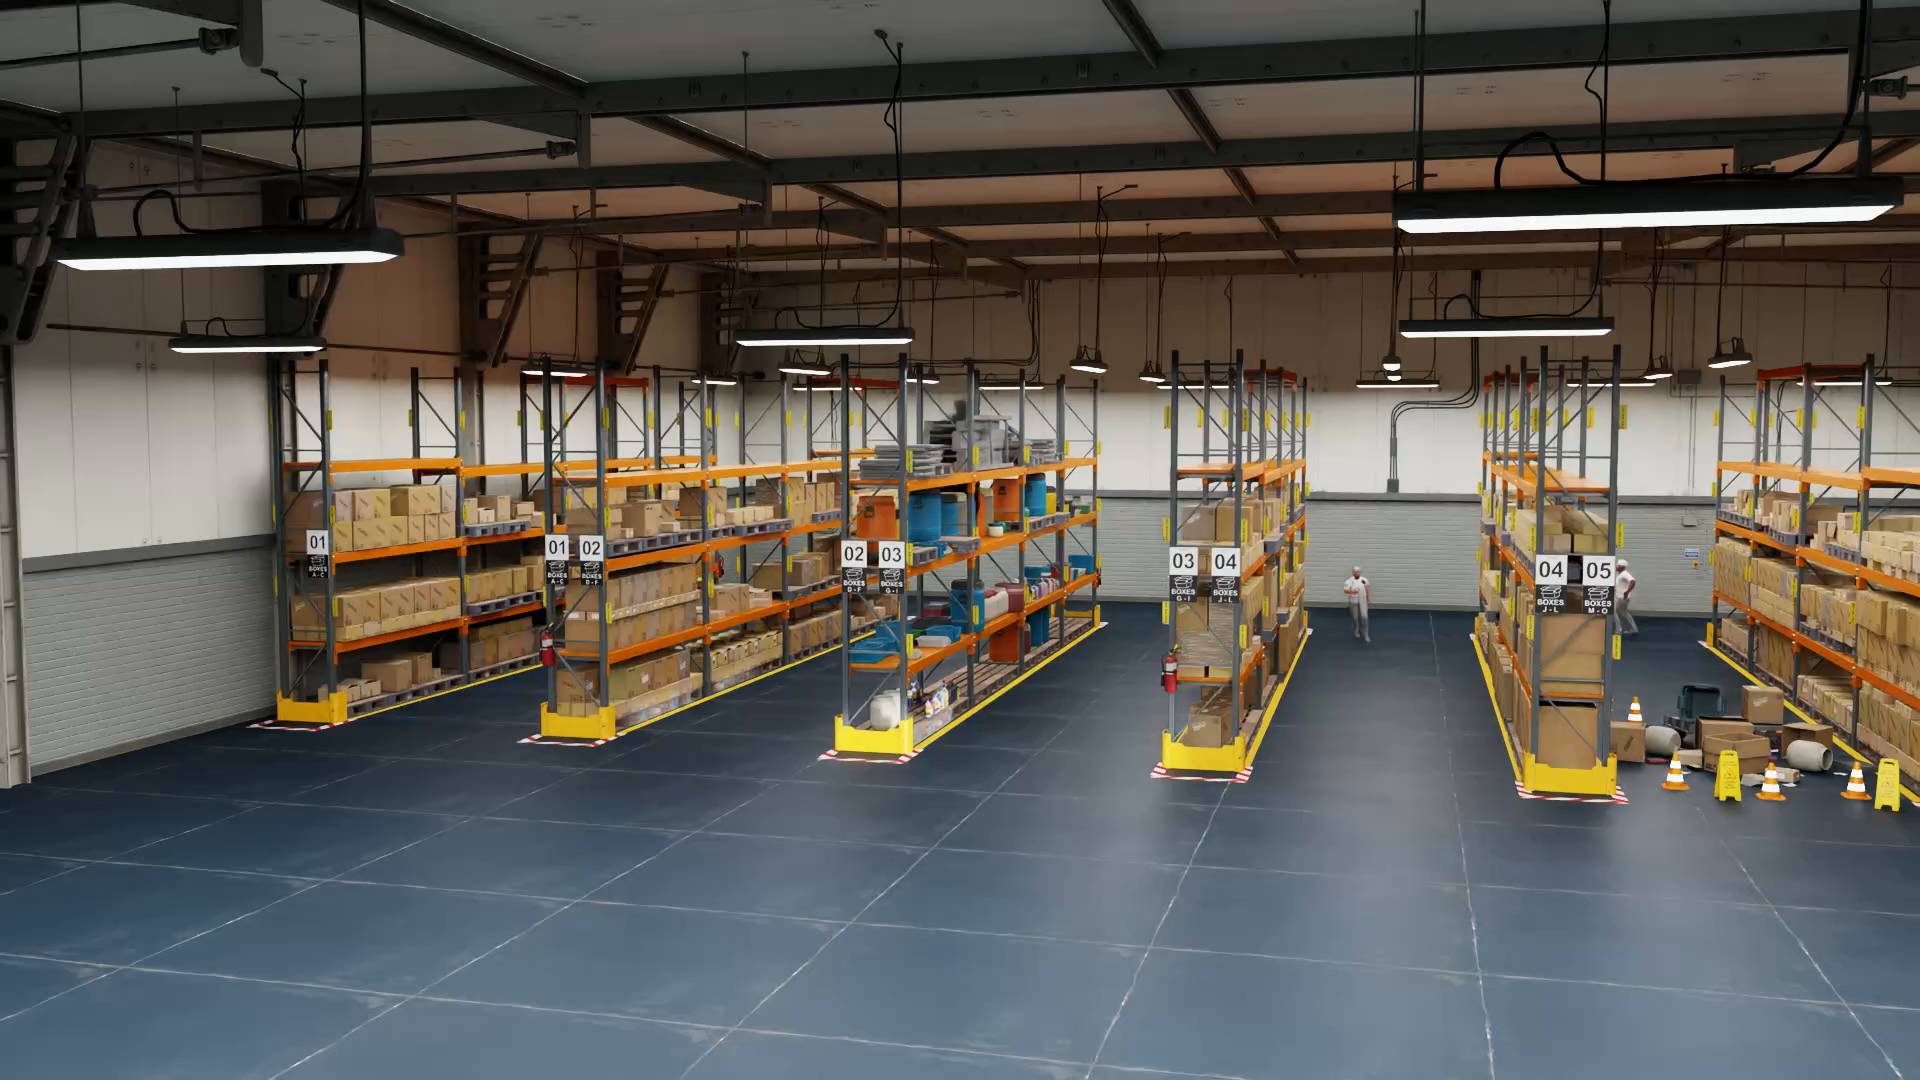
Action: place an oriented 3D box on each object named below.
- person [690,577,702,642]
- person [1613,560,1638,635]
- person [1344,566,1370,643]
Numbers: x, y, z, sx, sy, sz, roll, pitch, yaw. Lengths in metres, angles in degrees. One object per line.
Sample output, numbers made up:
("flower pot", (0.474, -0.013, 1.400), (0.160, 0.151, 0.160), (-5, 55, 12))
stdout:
("person", (-5.472, 1.635, 34.967), (0.703, 1.724, 0.610), (1, 4, 18))
("person", (15.321, 1.374, 38.503), (0.745, 1.841, 0.720), (2, 4, 22))
("person", (9.041, 1.451, 37.865), (0.601, 1.710, 0.757), (1, 4, 10))
